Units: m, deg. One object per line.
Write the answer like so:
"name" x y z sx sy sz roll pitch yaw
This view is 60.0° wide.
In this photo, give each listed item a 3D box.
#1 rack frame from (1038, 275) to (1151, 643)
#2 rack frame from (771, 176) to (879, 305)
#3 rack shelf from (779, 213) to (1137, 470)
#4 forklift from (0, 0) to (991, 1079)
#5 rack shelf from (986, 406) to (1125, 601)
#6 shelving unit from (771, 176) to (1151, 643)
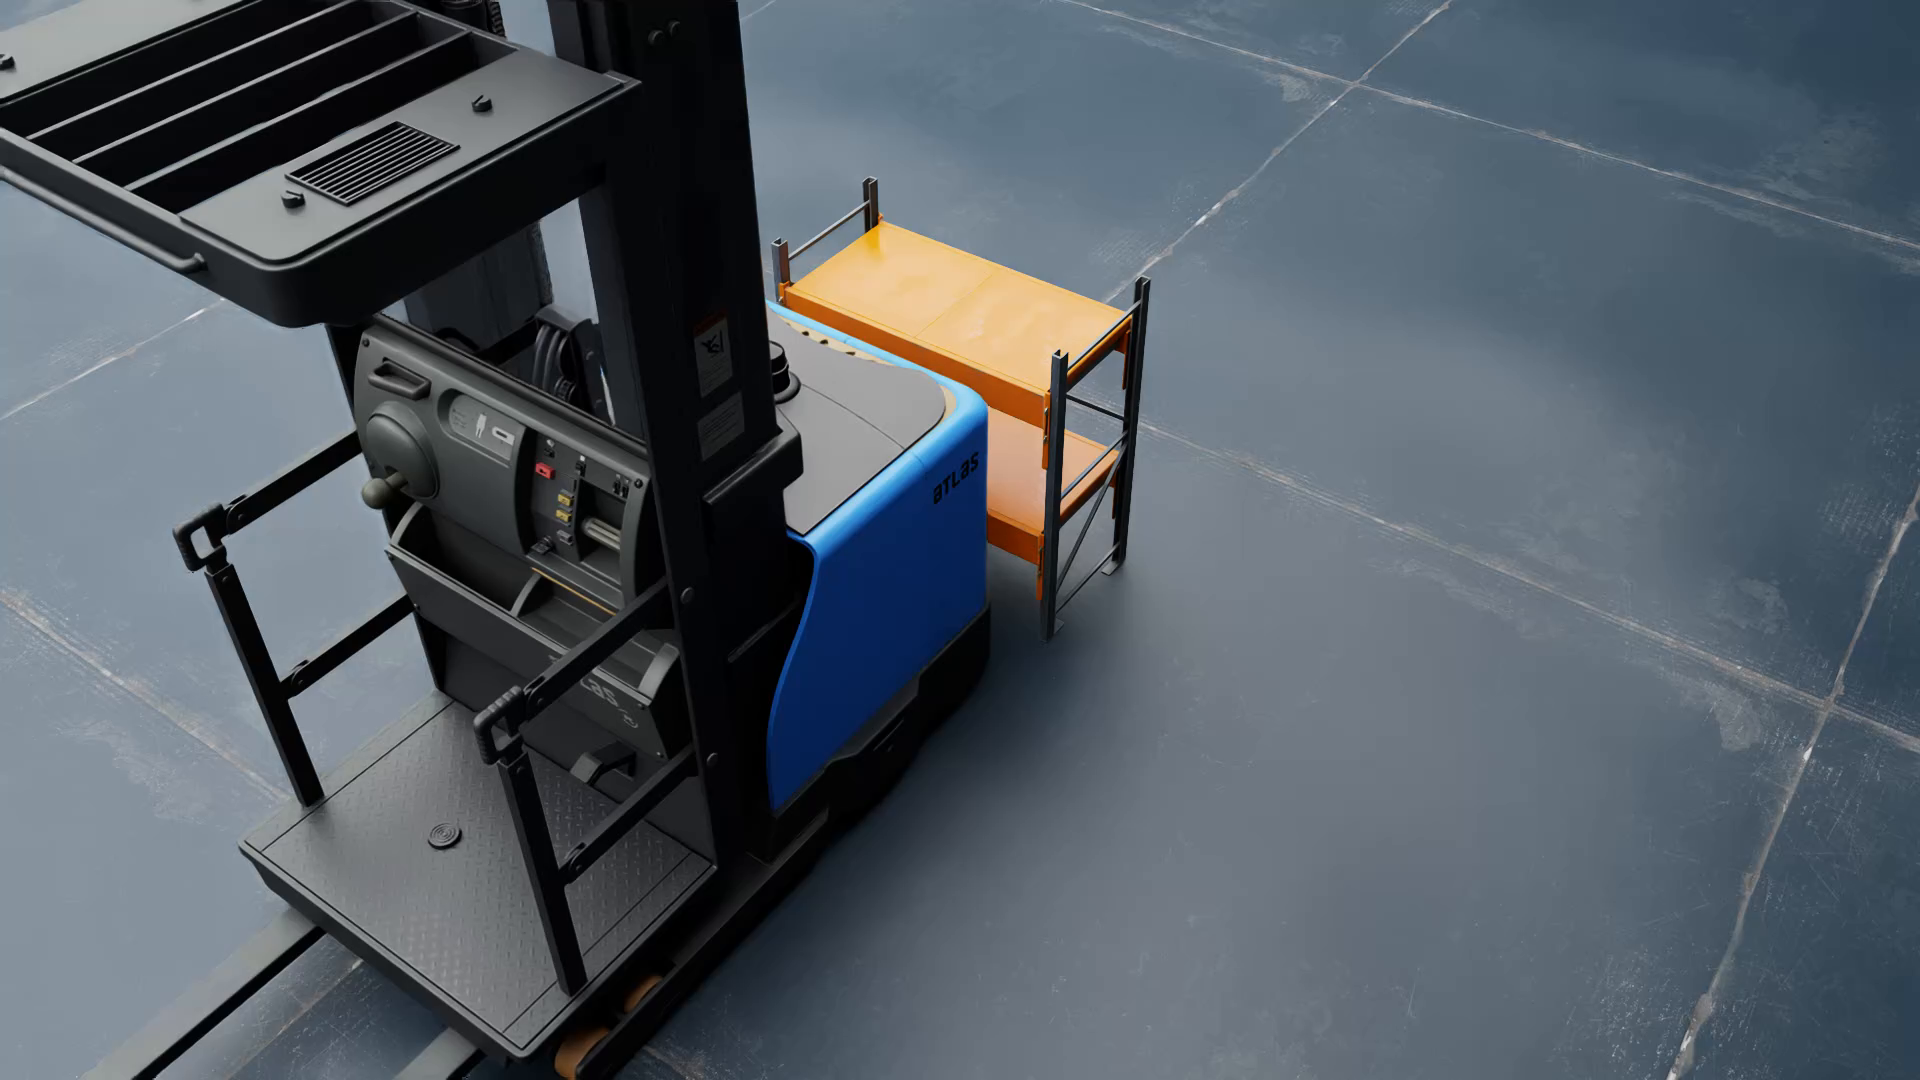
"rack frame" 0.411 -0.227 5.160 0.032 1.125 0.500 25 48 25
"rack frame" -0.422 -0.616 5.595 0.032 1.125 0.500 25 48 25
"rack shelf" -0.006 -0.640 5.183 1.000 0.278 0.538 25 48 25
"forklift" -1.176 -0.085 3.647 1.130 2.935 3.031 26 48 26
"rack shelf" -0.006 -0.240 5.541 1.000 0.278 0.538 25 48 25
"shelving unit" -0.006 -0.422 5.378 1.048 1.125 0.538 25 48 25
